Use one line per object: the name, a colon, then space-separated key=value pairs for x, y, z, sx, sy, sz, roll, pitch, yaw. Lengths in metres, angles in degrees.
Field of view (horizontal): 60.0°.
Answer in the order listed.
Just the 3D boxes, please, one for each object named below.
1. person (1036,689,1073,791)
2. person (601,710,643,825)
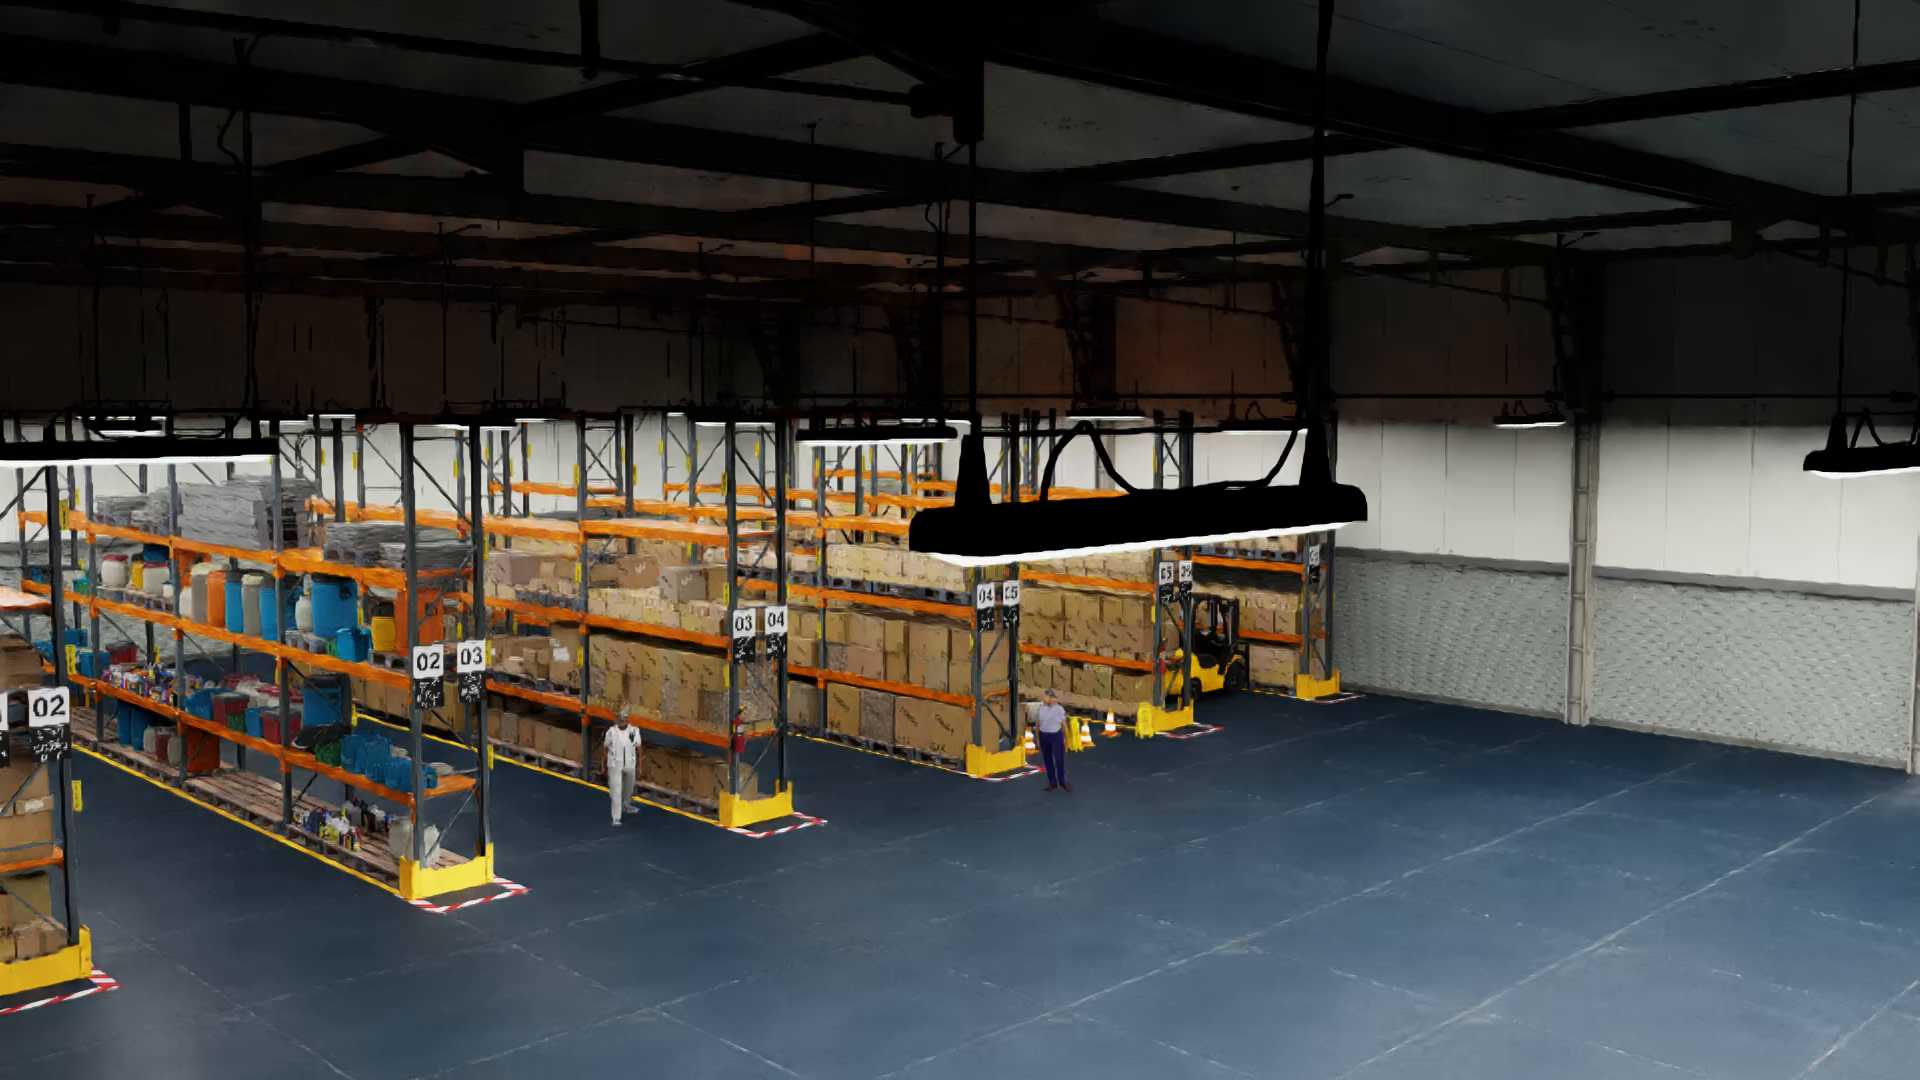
person: x=1.505 y=3.195 z=26.608 sx=0.602 sy=1.642 sz=0.403 roll=2 pitch=5 yaw=20
person: x=-5.017 y=3.336 z=24.733 sx=0.582 sy=1.698 sz=0.958 roll=-2 pitch=5 yaw=-23
